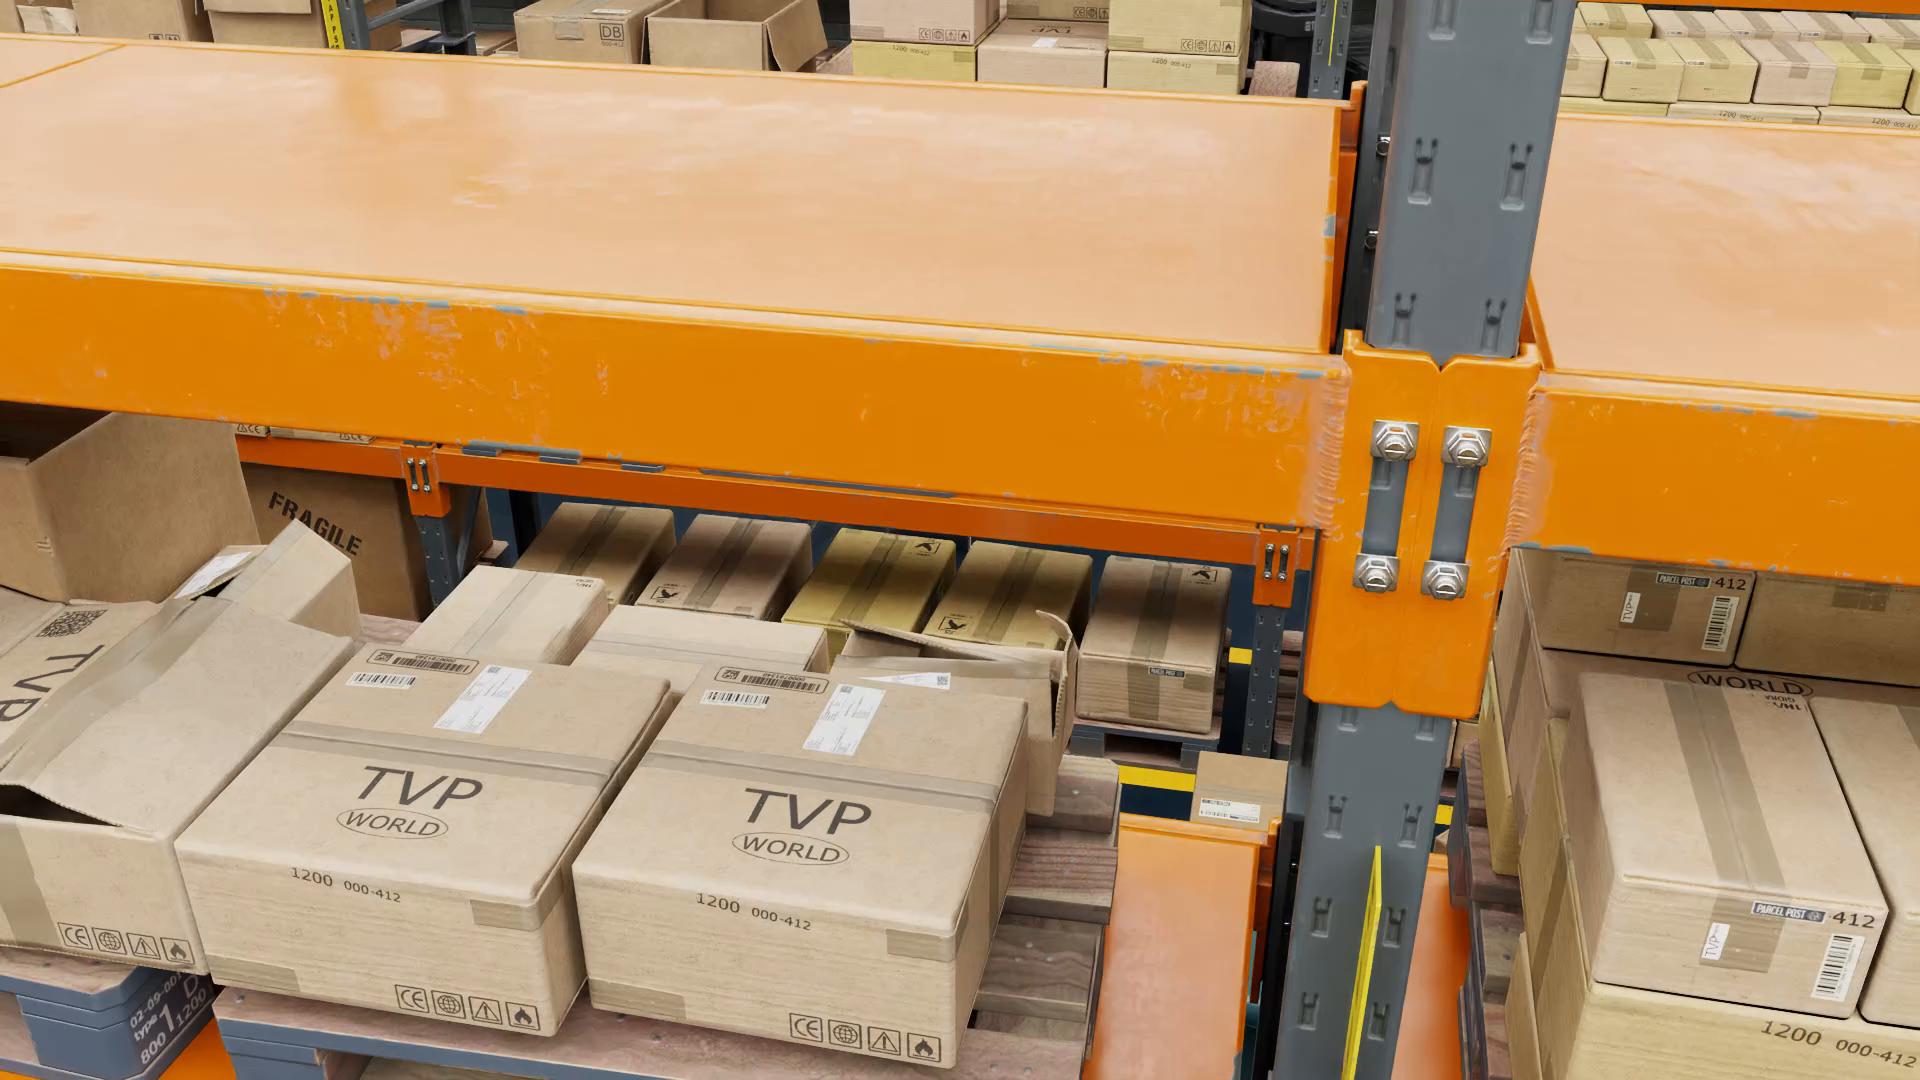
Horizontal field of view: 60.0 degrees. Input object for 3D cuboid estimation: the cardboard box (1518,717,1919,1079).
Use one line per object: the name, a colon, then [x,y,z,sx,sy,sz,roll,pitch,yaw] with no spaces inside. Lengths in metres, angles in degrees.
cardboard box: [0.947,0.476,1.938,0.500,0.250,0.500,6,29,11]

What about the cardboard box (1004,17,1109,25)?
cardboard box: [0.478,-2.162,7.171,0.500,0.250,0.500,5,29,10]

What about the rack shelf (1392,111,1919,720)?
rack shelf: [2.483,-0.036,1.610,4.000,0.370,1.077,6,29,11]

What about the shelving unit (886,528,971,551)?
shelving unit: [-0.162,-0.543,9.492,0.503,1.200,0.258,6,29,11]

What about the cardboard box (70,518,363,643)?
cardboard box: [-1.258,0.132,2.860,0.258,0.266,0.396,6,29,11]

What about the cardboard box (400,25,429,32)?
cardboard box: [-4.396,-3.587,12.637,0.500,0.500,0.700,6,29,11]

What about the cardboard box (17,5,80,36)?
cardboard box: [-3.870,-2.247,7.309,0.258,0.266,0.396,5,29,9]

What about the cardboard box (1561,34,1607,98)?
cardboard box: [2.219,-1.758,6.145,0.250,0.149,0.380,5,29,9]

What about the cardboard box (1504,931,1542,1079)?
cardboard box: [0.812,0.667,2.005,0.250,0.149,0.380,5,29,10]

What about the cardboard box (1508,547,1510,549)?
cardboard box: [2.227,-0.125,7.116,0.250,0.149,0.380,6,29,10]

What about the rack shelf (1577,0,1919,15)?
rack shelf: [4.451,-3.562,10.758,4.000,0.370,1.077,6,29,11]

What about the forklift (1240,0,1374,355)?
forklift: [2.466,-2.073,10.485,3.031,2.935,1.130,-7,29,-12]

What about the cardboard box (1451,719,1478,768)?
cardboard box: [2.507,0.825,7.545,0.500,0.250,0.500,8,30,13]

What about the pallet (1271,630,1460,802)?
pallet: [2.126,0.843,7.990,1.213,0.211,1.003,6,29,11]

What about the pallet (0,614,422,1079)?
pallet: [-1.649,0.421,2.931,1.213,0.211,1.003,7,30,13]

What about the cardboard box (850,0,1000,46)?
cardboard box: [-0.134,-2.174,6.673,0.500,0.250,0.500,6,29,11]

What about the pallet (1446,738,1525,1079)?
pallet: [1.325,0.714,2.290,1.213,0.211,1.003,6,29,11]

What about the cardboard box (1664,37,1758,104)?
cardboard box: [2.723,-1.718,6.072,0.250,0.149,0.380,5,29,9]

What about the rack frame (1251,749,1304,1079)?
rack frame: [0.527,1.904,3.148,0.127,3.000,1.000,6,29,11]

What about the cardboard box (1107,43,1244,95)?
cardboard box: [0.861,-1.855,6.611,0.500,0.250,0.500,5,29,10]

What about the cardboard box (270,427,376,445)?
cardboard box: [-2.998,-0.695,8.052,0.500,0.250,0.500,5,29,9]

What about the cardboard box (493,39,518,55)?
cardboard box: [-3.052,-3.470,12.419,0.637,0.503,0.797,5,29,9]

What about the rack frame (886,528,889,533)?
rack frame: [-0.401,-0.567,9.537,0.015,1.200,0.240,6,29,11]

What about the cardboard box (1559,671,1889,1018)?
cardboard box: [0.812,0.317,1.814,0.250,0.149,0.380,6,29,11]

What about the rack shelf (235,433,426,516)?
rack shelf: [-4.406,-0.717,8.685,4.000,0.370,1.077,6,29,11]

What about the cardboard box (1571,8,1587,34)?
cardboard box: [2.324,-1.999,6.584,0.250,0.149,0.380,7,29,12]

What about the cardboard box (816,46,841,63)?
cardboard box: [-1.056,-3.554,12.339,0.250,0.149,0.380,7,29,12]

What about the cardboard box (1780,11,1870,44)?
cardboard box: [3.354,-1.946,6.489,0.250,0.149,0.380,6,29,11]

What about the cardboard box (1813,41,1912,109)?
cardboard box: [3.240,-1.684,6.010,0.250,0.149,0.380,6,29,12]

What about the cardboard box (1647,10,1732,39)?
cardboard box: [2.840,-1.960,6.513,0.250,0.149,0.380,5,29,10]

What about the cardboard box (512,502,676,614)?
cardboard box: [-1.899,0.198,8.564,0.625,0.372,0.950,4,29,7]

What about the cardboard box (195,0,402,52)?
cardboard box: [-2.850,-2.344,7.239,0.637,0.503,0.797,4,29,7]

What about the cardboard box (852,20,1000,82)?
cardboard box: [-0.132,-1.960,6.802,0.500,0.250,0.500,6,29,11]

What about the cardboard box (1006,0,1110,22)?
cardboard box: [0.485,-2.376,7.041,0.500,0.250,0.500,5,29,9]

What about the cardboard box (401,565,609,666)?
cardboard box: [-0.789,0.208,2.843,0.250,0.149,0.380,6,29,11]

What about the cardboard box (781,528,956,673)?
cardboard box: [-0.435,0.347,8.292,0.625,0.372,0.950,7,29,12]

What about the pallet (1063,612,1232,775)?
pallet: [0.700,0.715,8.224,1.213,0.211,1.003,6,29,11]

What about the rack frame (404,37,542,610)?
rack frame: [-2.450,-0.832,8.146,0.127,3.000,1.000,6,29,11]

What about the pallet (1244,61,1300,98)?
pallet: [0.881,-1.776,6.942,1.003,0.211,1.213,6,29,11]

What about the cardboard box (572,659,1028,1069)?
cardboard box: [-0.197,0.430,2.331,0.500,0.250,0.500,6,29,11]

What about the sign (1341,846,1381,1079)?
sign: [0.424,0.479,1.761,0.005,0.325,0.100,6,29,11]

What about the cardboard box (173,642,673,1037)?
cardboard box: [-0.726,0.406,2.377,0.500,0.250,0.500,6,29,10]

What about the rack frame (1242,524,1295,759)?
rack frame: [1.462,-0.431,7.413,0.127,3.000,1.000,6,29,11]

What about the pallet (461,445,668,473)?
pallet: [-1.730,-0.726,8.153,1.003,0.211,1.213,6,29,11]

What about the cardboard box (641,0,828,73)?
cardboard box: [-0.952,-2.053,7.146,0.637,0.503,0.797,6,29,11]

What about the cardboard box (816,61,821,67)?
cardboard box: [-1.167,-3.321,11.914,0.250,0.149,0.380,7,29,12]

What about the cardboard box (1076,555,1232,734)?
cardboard box: [0.949,0.486,8.037,0.625,0.372,0.950,6,29,11]

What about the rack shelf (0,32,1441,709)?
rack shelf: [-1.429,-0.437,2.343,4.000,0.370,1.077,6,29,11]

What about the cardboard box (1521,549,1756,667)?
cardboard box: [0.952,0.008,2.378,0.250,0.149,0.380,6,29,10]

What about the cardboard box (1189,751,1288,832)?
cardboard box: [1.120,1.173,6.299,0.500,0.500,0.500,6,29,11]

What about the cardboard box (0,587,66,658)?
cardboard box: [-1.730,0.276,2.550,0.500,0.311,0.500,5,29,10]

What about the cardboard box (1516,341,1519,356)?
cardboard box: [2.342,-0.836,6.699,0.500,0.500,0.700,6,29,11]

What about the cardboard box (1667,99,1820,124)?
cardboard box: [2.829,-1.535,6.152,0.500,0.250,0.500,6,29,11]
